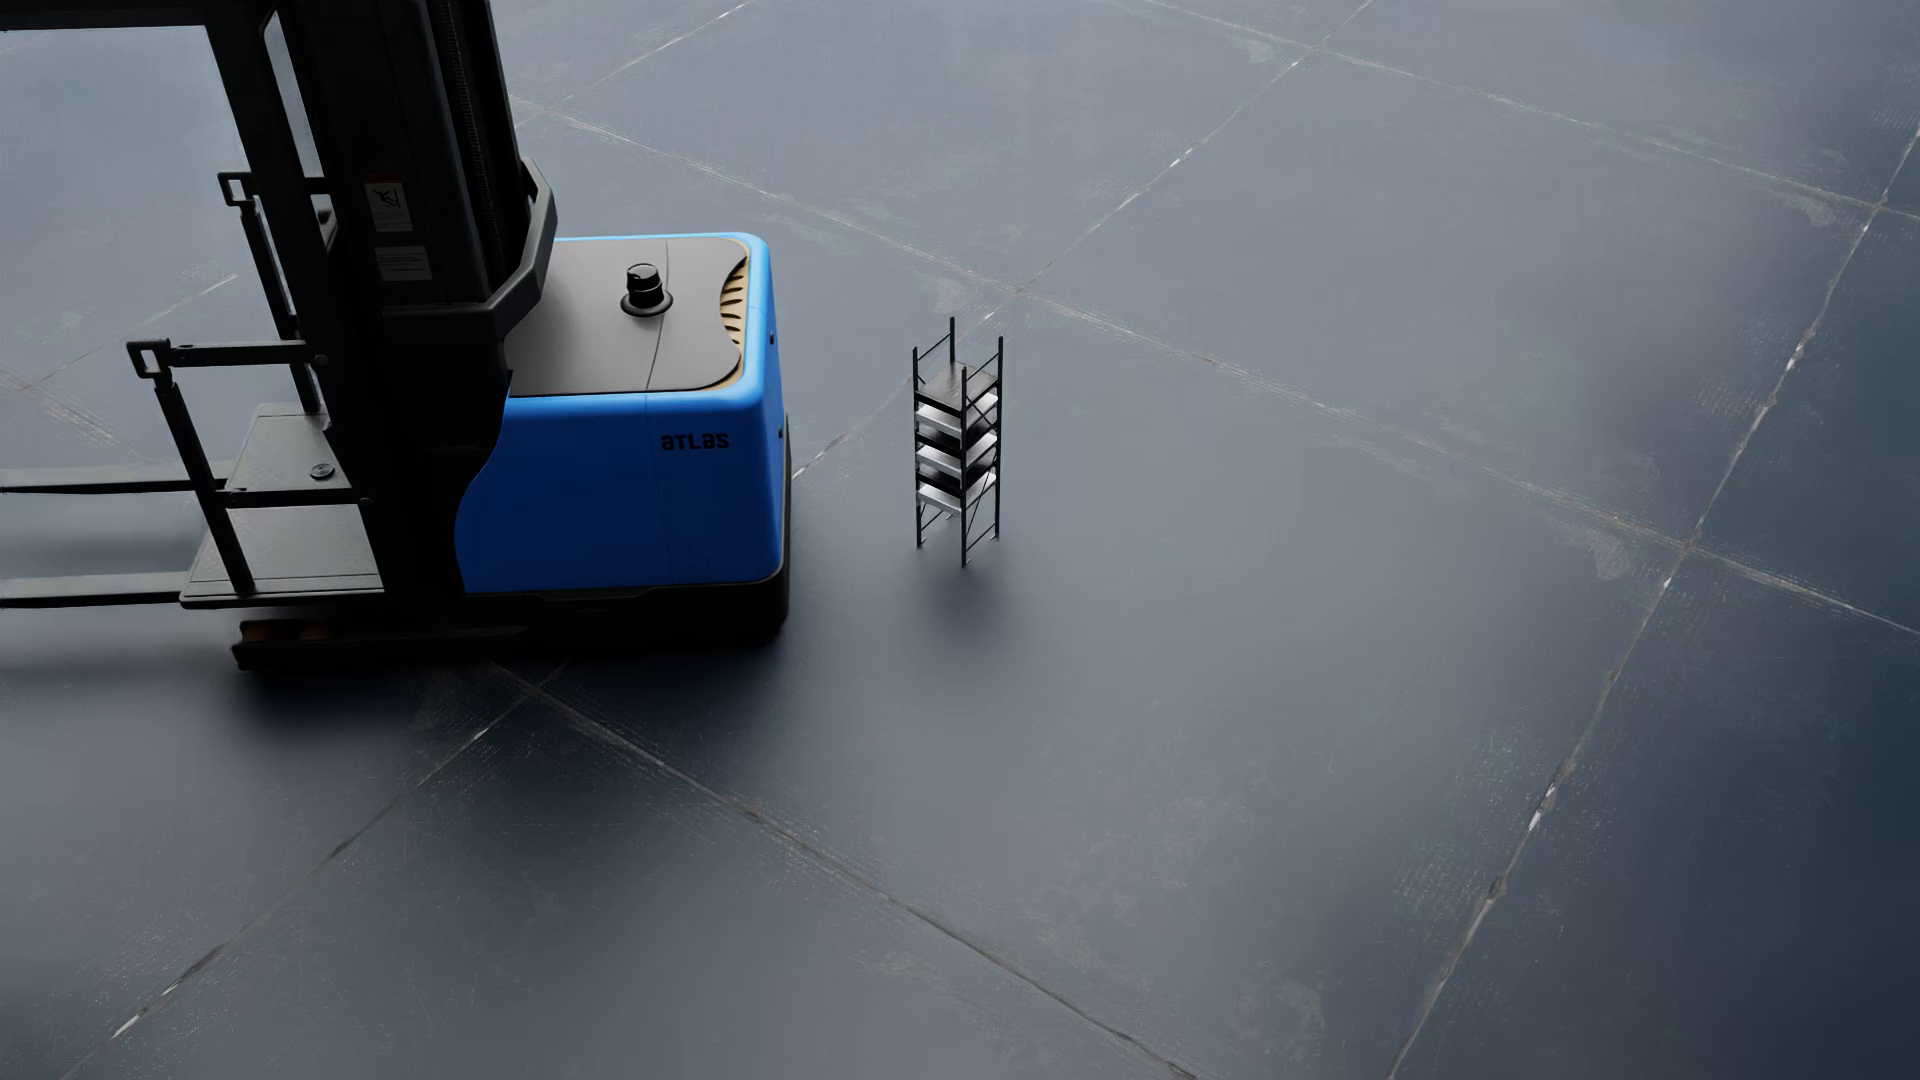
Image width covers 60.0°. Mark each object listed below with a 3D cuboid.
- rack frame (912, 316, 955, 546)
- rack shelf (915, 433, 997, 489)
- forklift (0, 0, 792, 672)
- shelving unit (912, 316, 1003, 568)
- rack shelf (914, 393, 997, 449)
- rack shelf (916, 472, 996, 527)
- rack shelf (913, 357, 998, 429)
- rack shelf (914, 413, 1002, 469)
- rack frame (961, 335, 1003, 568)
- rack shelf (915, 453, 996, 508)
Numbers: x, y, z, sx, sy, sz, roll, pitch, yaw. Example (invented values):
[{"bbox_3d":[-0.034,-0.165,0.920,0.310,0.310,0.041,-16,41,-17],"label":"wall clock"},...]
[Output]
[{"bbox_3d":[-0.090,-0.377,5.997,0.006,0.900,0.240,25,48,25],"label":"rack frame"},{"bbox_3d":[-0.007,-0.314,5.976,0.200,0.077,0.258,25,48,25],"label":"rack shelf"},{"bbox_3d":[-2.143,-1.003,5.172,3.031,2.935,1.130,-2,42,-3],"label":"forklift"},{"bbox_3d":[-0.007,-0.338,5.953,0.210,0.900,0.258,25,48,25],"label":"shelving unit"},{"bbox_3d":[-0.007,-0.448,5.856,0.200,0.077,0.258,25,48,25],"label":"rack shelf"},{"bbox_3d":[-0.007,-0.179,6.096,0.200,0.077,0.258,25,48,25],"label":"rack shelf"},{"bbox_3d":[-0.007,-0.515,5.796,0.200,0.077,0.258,25,48,25],"label":"rack shelf"},{"bbox_3d":[-0.007,-0.381,5.916,0.200,0.077,0.258,25,48,25],"label":"rack shelf"},{"bbox_3d":[0.077,-0.300,5.910,0.006,0.900,0.240,25,48,25],"label":"rack frame"},{"bbox_3d":[-0.007,-0.247,6.036,0.200,0.077,0.258,25,48,25],"label":"rack shelf"}]
